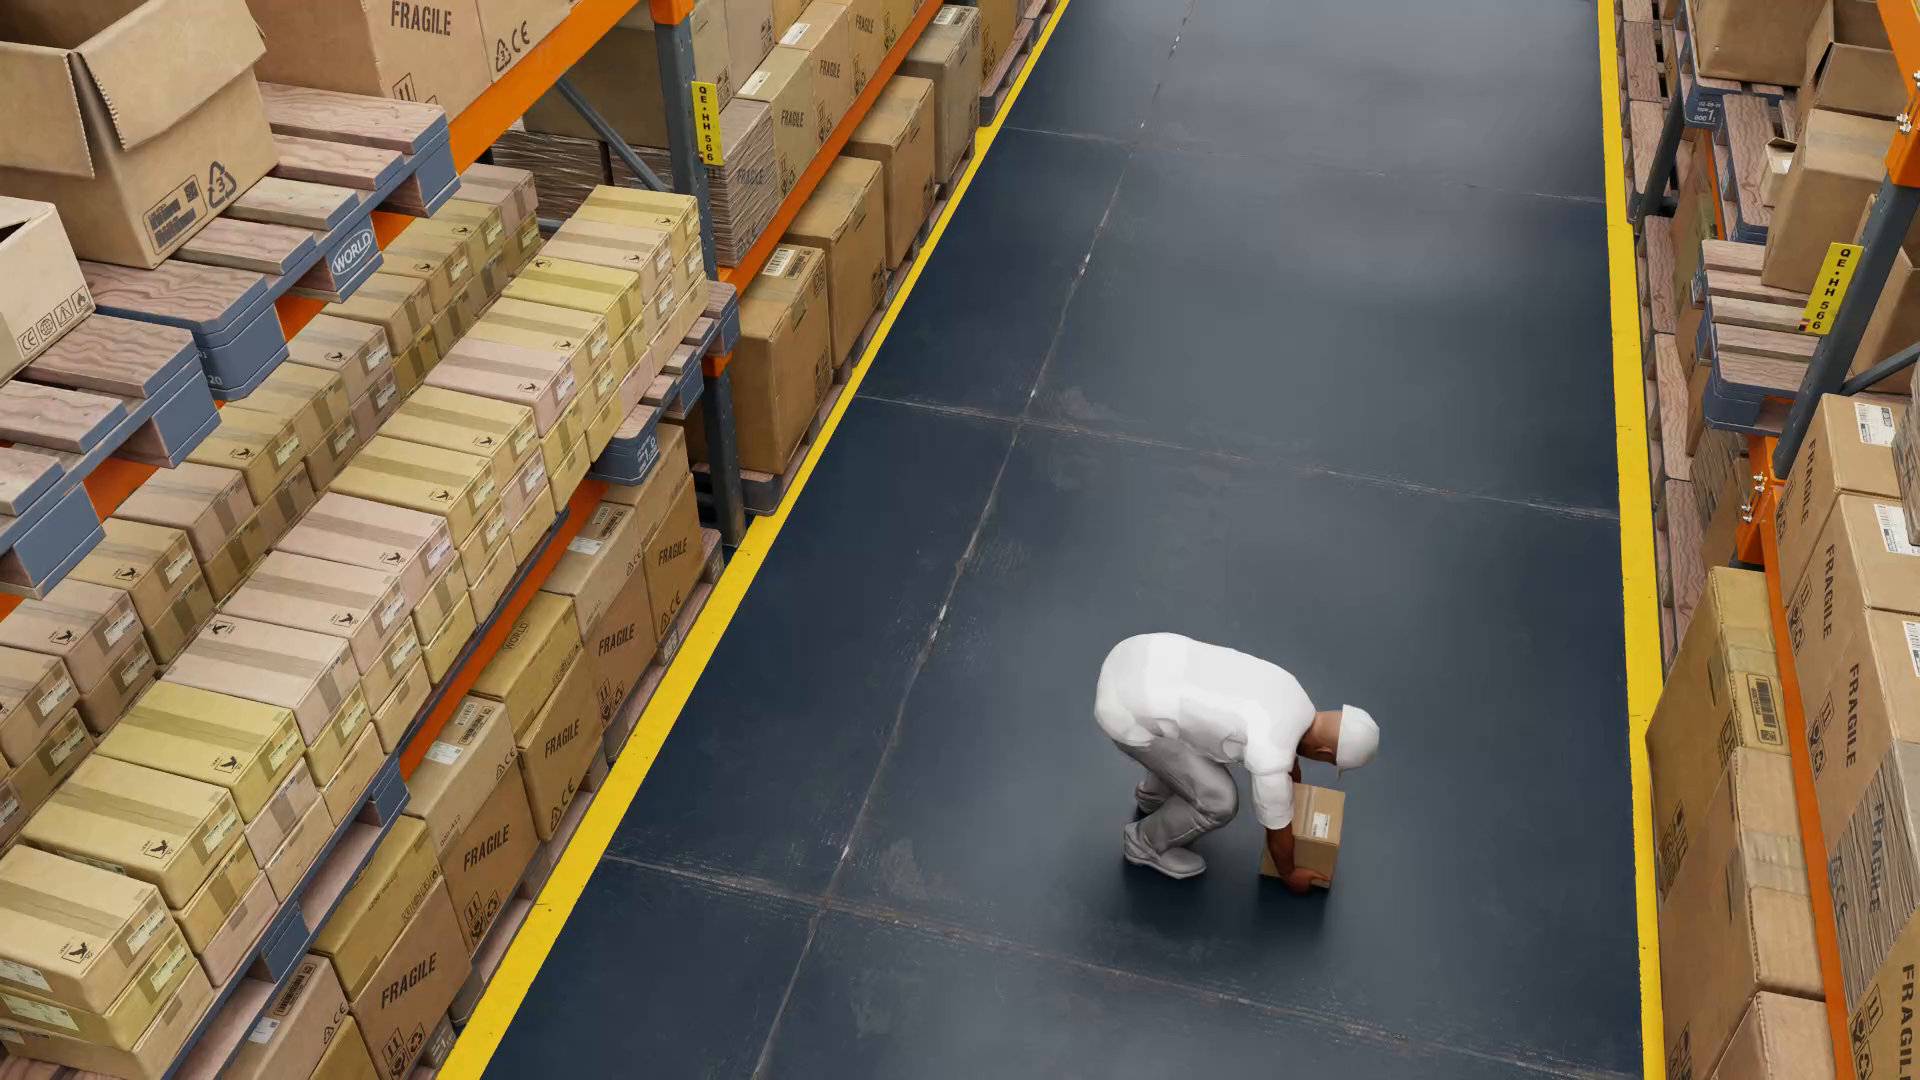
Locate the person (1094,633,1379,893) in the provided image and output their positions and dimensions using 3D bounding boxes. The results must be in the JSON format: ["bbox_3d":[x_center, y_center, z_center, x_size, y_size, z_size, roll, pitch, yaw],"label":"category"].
[{"bbox_3d":[0.953,0.771,5.878,0.974,0.938,0.505,8,41,9],"label":"person"}]
